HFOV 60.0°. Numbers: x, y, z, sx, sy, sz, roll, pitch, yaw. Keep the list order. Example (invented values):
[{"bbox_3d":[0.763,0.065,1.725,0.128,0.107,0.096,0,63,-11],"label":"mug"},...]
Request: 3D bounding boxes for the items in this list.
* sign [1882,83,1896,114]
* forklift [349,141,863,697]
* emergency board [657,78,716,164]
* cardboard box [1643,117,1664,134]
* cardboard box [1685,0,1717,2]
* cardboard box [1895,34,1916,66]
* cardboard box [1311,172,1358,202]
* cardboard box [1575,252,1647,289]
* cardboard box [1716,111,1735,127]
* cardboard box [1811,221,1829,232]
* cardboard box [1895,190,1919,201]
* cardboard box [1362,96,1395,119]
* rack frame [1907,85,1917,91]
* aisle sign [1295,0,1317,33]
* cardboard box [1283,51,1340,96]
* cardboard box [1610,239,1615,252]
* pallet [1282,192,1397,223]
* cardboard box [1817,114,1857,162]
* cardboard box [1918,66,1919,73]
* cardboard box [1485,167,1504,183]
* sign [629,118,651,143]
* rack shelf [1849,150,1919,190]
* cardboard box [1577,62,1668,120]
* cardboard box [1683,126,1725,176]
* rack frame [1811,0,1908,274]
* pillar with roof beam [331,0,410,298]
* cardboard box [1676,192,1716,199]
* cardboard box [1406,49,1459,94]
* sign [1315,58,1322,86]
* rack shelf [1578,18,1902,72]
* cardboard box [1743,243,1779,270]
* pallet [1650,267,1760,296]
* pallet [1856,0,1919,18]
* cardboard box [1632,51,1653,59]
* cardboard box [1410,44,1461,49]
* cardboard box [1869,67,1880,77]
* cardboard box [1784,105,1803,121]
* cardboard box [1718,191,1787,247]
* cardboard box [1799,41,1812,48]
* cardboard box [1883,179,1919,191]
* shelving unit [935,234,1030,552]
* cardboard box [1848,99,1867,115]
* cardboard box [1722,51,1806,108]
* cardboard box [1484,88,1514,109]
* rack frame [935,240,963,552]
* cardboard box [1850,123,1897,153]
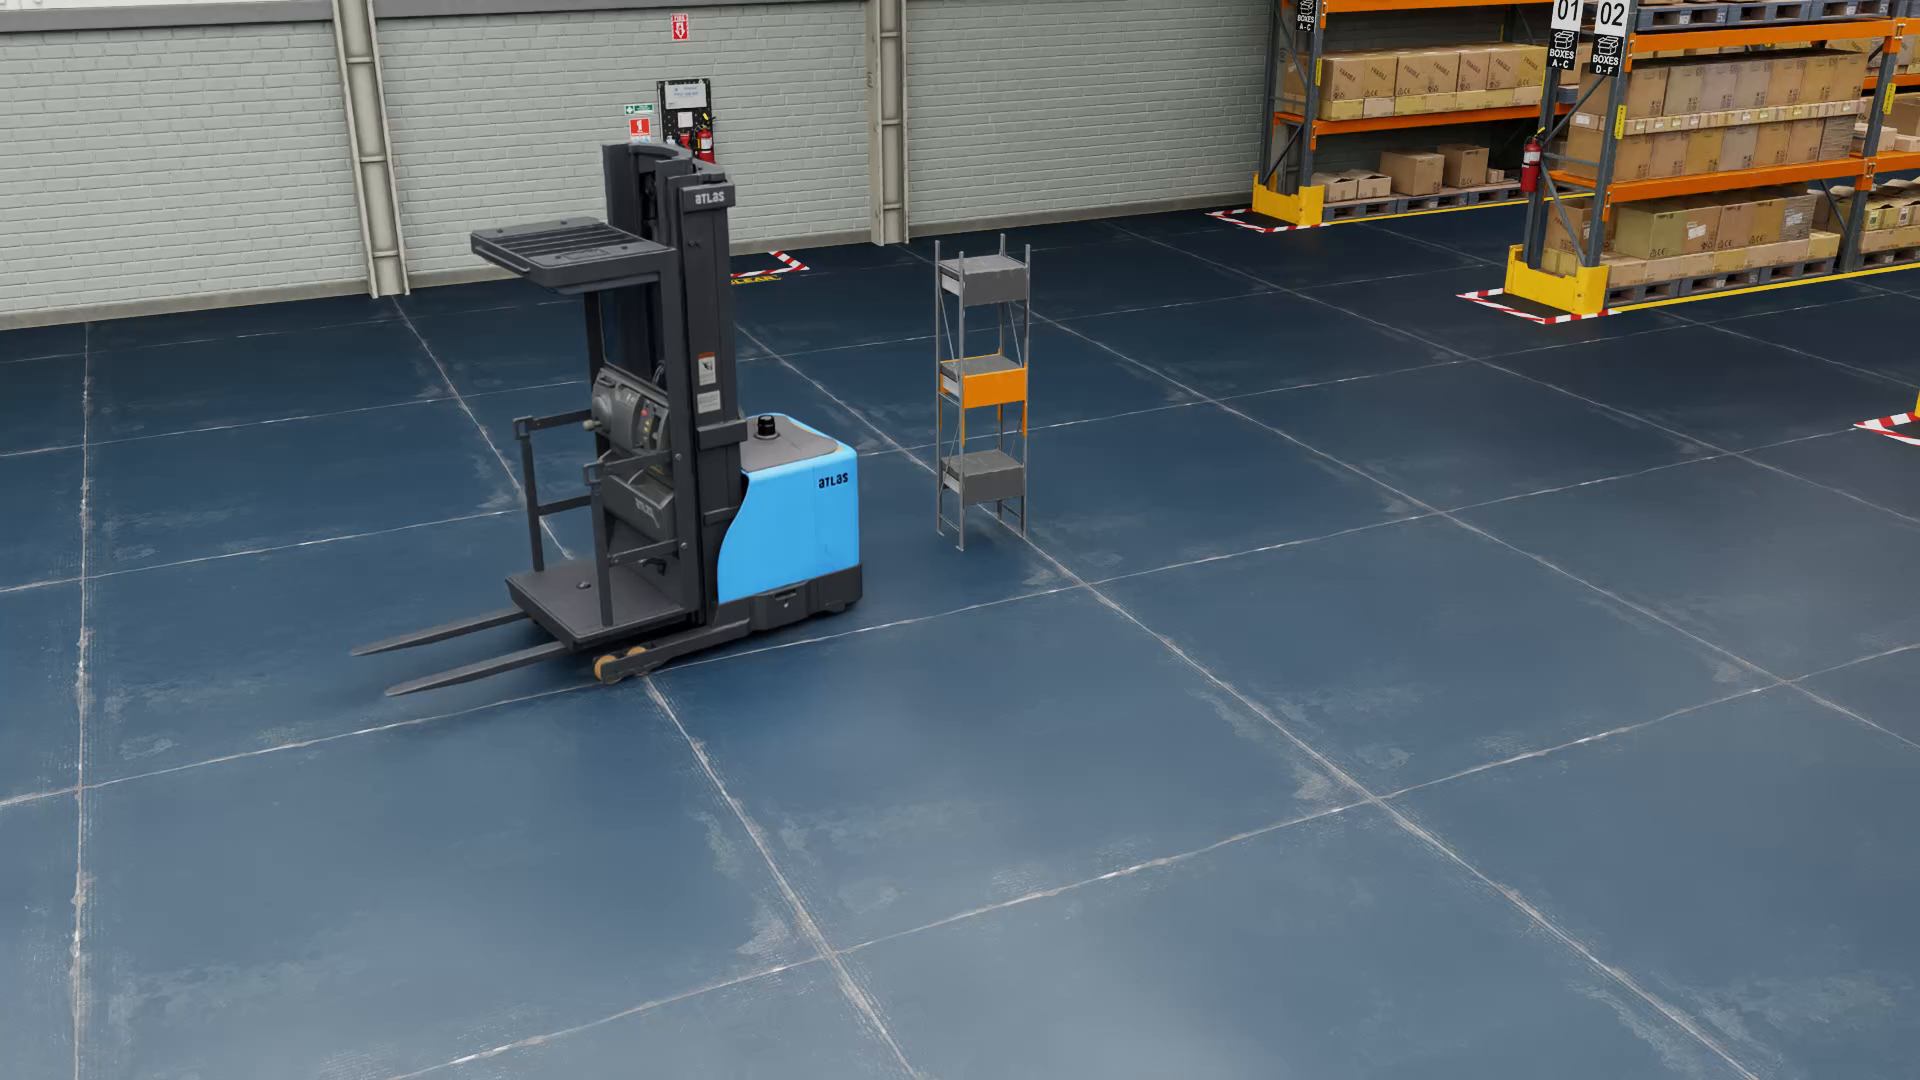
[{"bbox_3d":[10.273,-4.882,18.386,0.005,0.325,0.100,-10,25,-24],"label":"sign"},{"bbox_3d":[-2.114,-0.740,9.705,3.031,2.935,1.130,-16,27,-33],"label":"forklift"},{"bbox_3d":[-3.119,-4.702,19.186,0.643,1.169,0.194,-10,25,-24],"label":"emergency board"},{"bbox_3d":[7.111,-4.354,17.369,0.250,0.149,0.380,-11,25,-25],"label":"cardboard box"},{"bbox_3d":[7.563,-5.636,17.118,0.250,0.149,0.380,-10,25,-24],"label":"cardboard box"},{"bbox_3d":[14.326,-7.611,25.670,0.500,0.500,0.500,-10,25,-23],"label":"cardboard box"},{"bbox_3d":[4.938,-4.724,22.181,0.500,0.311,0.500,-14,26,-30],"label":"cardboard box"},{"bbox_3d":[7.007,-2.909,17.901,0.500,0.250,0.500,-10,25,-24],"label":"cardboard box"},{"bbox_3d":[8.033,-4.524,17.778,0.250,0.149,0.380,-11,25,-24],"label":"cardboard box"},{"bbox_3d":[10.279,-3.729,19.882,0.500,0.250,0.500,-11,25,-24],"label":"cardboard box"},{"bbox_3d":[11.431,-3.969,19.730,0.500,0.311,0.500,-11,25,-25],"label":"cardboard box"},{"bbox_3d":[5.314,-5.682,21.724,0.500,0.250,0.500,-11,25,-25],"label":"cardboard box"},{"bbox_3d":[15.088,-7.670,26.357,0.127,3.000,1.000,-10,25,-24],"label":"rack frame"},{"bbox_3d":[4.340,-6.765,20.773,0.004,0.787,0.394,-10,25,-24],"label":"aisle sign"},{"bbox_3d":[4.608,-6.117,21.796,0.500,0.500,0.500,-11,25,-24],"label":"cardboard box"},{"bbox_3d":[7.227,-3.174,18.542,0.500,0.250,0.500,-10,25,-24],"label":"cardboard box"},{"bbox_3d":[5.091,-4.526,22.408,1.213,0.211,1.003,-10,25,-24],"label":"pallet"},{"bbox_3d":[9.634,-4.607,18.826,0.500,0.500,0.700,-11,25,-25],"label":"cardboard box"},{"bbox_3d":[14.906,-7.409,26.030,0.250,0.149,0.380,-10,25,-23],"label":"cardboard box"},{"bbox_3d":[7.410,-5.138,23.370,0.250,0.166,0.380,-14,26,-30],"label":"cardboard box"},{"bbox_3d":[-3.662,-4.662,19.044,0.234,0.329,0.001,-10,25,-24],"label":"sign"},{"bbox_3d":[11.833,-4.636,19.968,4.000,0.370,1.077,-10,25,-24],"label":"rack shelf"},{"bbox_3d":[6.901,-4.700,17.356,0.500,0.500,0.700,-10,25,-23],"label":"cardboard box"},{"bbox_3d":[7.774,-4.261,17.992,0.500,0.500,0.700,-10,25,-23],"label":"cardboard box"},{"bbox_3d":[10.031,-4.636,19.029,0.127,3.000,1.000,-10,25,-24],"label":"rack frame"},{"bbox_3d":[-4.415,-5.391,13.009,0.400,9.000,9.100,-10,25,-24],"label":"pillar with roof beam"},{"bbox_3d":[8.127,-3.688,18.803,0.500,0.500,0.500,-10,25,-24],"label":"cardboard box"},{"bbox_3d":[6.214,-6.193,21.979,0.500,0.500,0.500,-10,24,-22],"label":"cardboard box"},{"bbox_3d":[4.511,-5.892,20.931,0.005,0.325,0.100,-10,25,-24],"label":"sign"},{"bbox_3d":[8.229,-5.358,17.791,4.000,0.370,1.077,-10,25,-24],"label":"rack shelf"},{"bbox_3d":[8.809,-3.240,18.702,0.500,0.250,0.500,-10,25,-24],"label":"cardboard box"},{"bbox_3d":[8.196,-3.027,18.786,1.213,0.211,1.003,-10,25,-24],"label":"pallet"},{"bbox_3d":[10.820,-6.085,18.856,1.217,0.209,0.805,-12,25,-26],"label":"pallet"},{"bbox_3d":[9.439,-6.875,23.731,0.500,0.500,0.700,-7,23,-16],"label":"cardboard box"},{"bbox_3d":[6.446,-6.458,22.619,0.500,0.500,0.500,-10,24,-22],"label":"cardboard box"},{"bbox_3d":[13.974,-7.250,25.646,0.250,0.149,0.380,-10,25,-24],"label":"cardboard box"},{"bbox_3d":[8.961,-4.695,18.192,0.250,0.149,0.380,-11,25,-24],"label":"cardboard box"},{"bbox_3d":[8.804,-3.591,18.569,0.500,0.500,0.500,-10,25,-24],"label":"cardboard box"},{"bbox_3d":[12.508,-7.275,24.858,0.500,0.500,0.500,-10,24,-22],"label":"cardboard box"},{"bbox_3d":[11.643,-4.238,20.378,0.500,0.311,0.500,-11,25,-24],"label":"cardboard box"},{"bbox_3d":[0.149,-0.998,11.415,0.503,2.100,0.431,-10,25,-24],"label":"shelving unit"},{"bbox_3d":[9.879,-4.863,18.598,0.250,0.149,0.380,-10,25,-24],"label":"cardboard box"},{"bbox_3d":[8.728,-5.039,18.175,0.500,0.500,0.700,-10,25,-24],"label":"cardboard box"},{"bbox_3d":[7.131,-6.020,22.541,0.500,0.250,0.500,-10,25,-23],"label":"cardboard box"},{"bbox_3d":[-0.071,-0.957,11.317,0.015,2.100,0.400,-10,25,-24],"label":"rack frame"},{"bbox_3d":[10.456,-4.664,19.291,0.500,0.250,0.500,-9,24,-20],"label":"cardboard box"}]
